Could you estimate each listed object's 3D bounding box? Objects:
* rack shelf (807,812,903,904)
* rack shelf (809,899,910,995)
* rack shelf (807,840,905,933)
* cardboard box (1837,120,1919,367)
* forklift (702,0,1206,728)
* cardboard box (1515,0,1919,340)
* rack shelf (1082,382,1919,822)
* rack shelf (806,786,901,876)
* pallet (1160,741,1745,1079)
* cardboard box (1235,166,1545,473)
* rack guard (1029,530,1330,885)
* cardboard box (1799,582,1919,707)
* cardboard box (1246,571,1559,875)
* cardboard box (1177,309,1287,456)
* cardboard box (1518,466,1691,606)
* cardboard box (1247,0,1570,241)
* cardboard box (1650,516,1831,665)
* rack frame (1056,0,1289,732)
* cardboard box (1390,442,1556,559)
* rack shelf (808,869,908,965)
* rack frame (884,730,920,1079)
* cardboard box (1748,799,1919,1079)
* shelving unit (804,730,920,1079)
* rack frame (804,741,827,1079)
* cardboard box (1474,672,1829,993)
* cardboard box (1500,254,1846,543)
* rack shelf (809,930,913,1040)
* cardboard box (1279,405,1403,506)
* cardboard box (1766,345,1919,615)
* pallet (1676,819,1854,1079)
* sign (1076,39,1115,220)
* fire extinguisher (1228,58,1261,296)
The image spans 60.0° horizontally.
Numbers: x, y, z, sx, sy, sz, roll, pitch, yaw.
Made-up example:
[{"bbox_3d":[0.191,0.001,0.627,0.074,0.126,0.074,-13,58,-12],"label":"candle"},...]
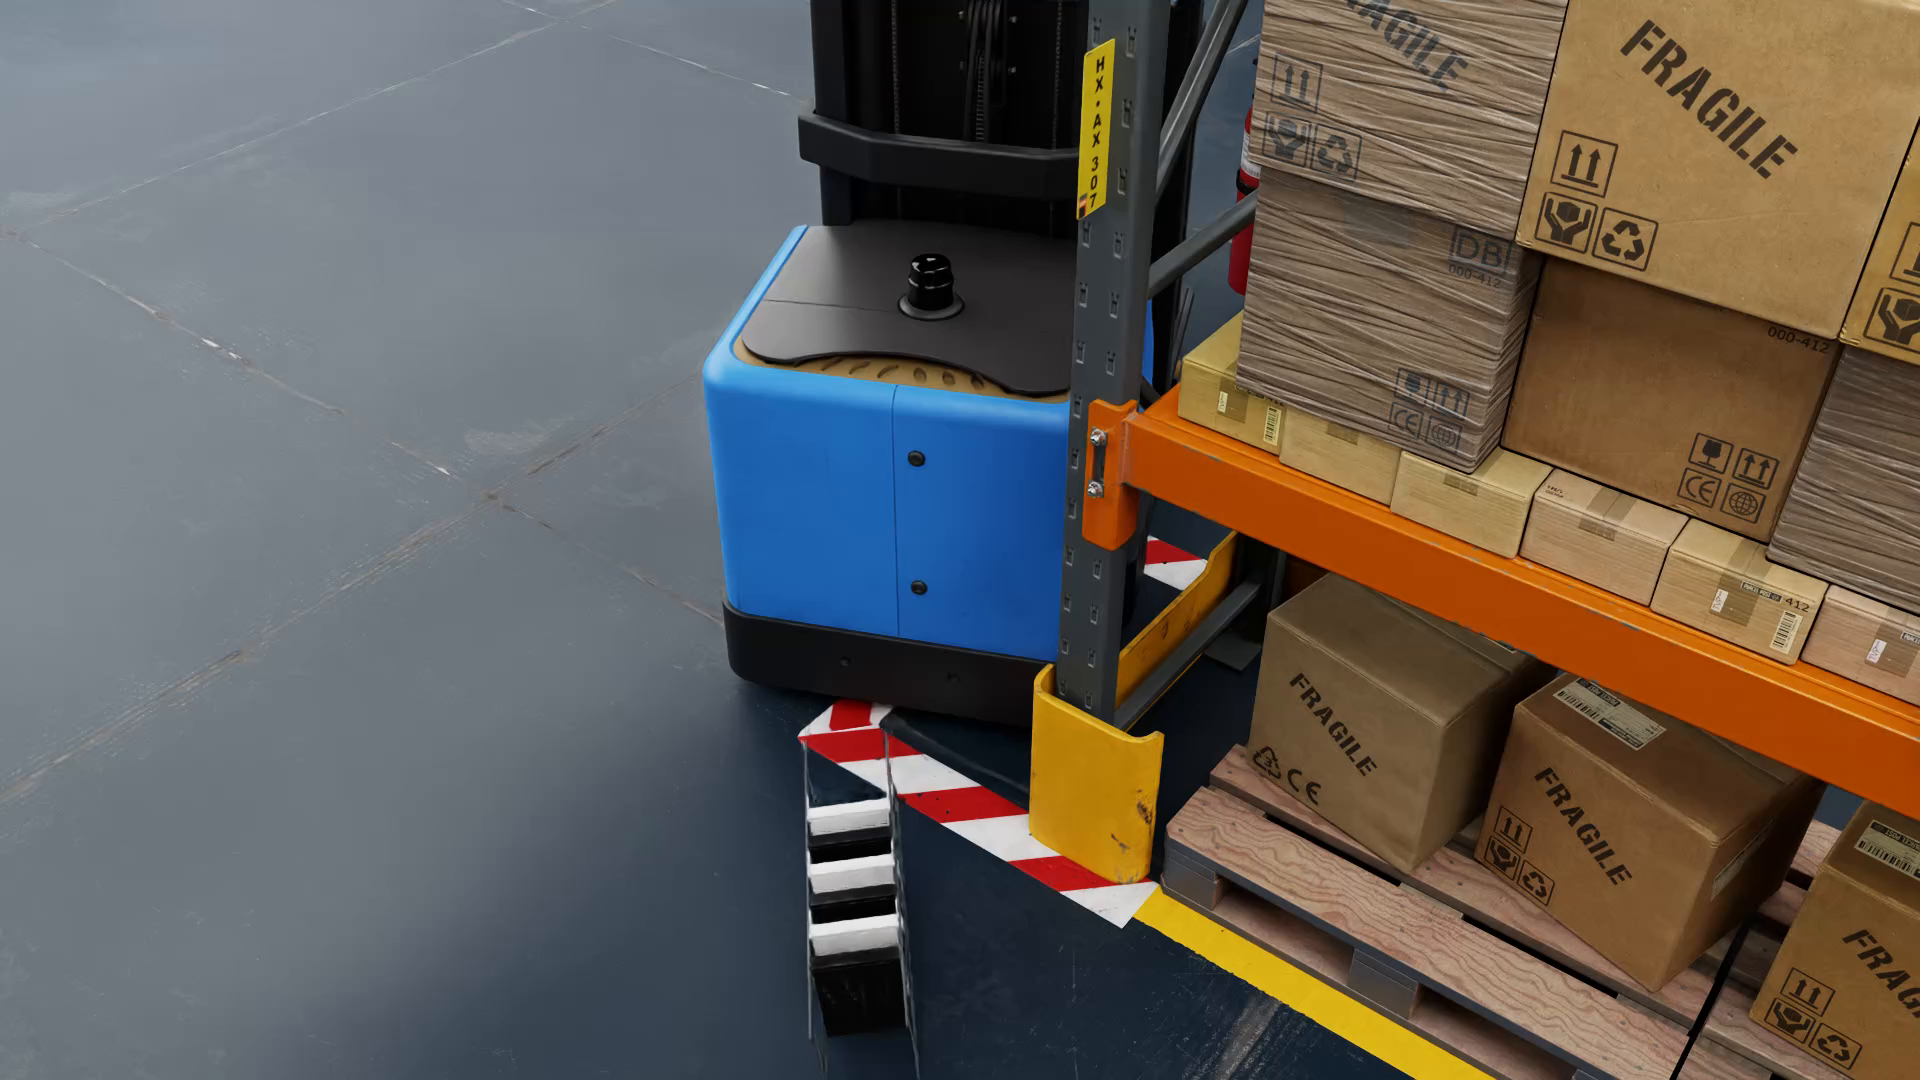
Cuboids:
[{"bbox_3d":[-0.249,0.781,3.993,0.200,0.258,0.077,-7,37,-1],"label":"rack shelf"},{"bbox_3d":[-0.226,0.940,3.776,0.200,0.258,0.077,-7,37,-1],"label":"rack shelf"},{"bbox_3d":[-0.241,0.834,3.921,0.200,0.258,0.077,-7,37,-1],"label":"rack shelf"},{"bbox_3d":[1.645,-0.516,2.343,0.500,0.500,0.500,25,45,29],"label":"cardboard box"},{"bbox_3d":[0.183,-1.550,4.852,1.130,2.935,3.031,8,39,10],"label":"forklift"},{"bbox_3d":[1.247,-0.703,2.581,0.500,0.500,0.500,25,45,29],"label":"cardboard box"},{"bbox_3d":[2.171,0.349,2.954,4.000,0.370,1.077,25,45,29],"label":"rack shelf"},{"bbox_3d":[-0.257,0.728,4.065,0.200,0.258,0.077,-7,37,-1],"label":"rack shelf"},{"bbox_3d":[1.266,0.765,4.102,1.213,0.211,1.003,25,45,29],"label":"pallet"},{"bbox_3d":[1.003,-0.620,3.286,0.500,0.500,0.875,25,45,29],"label":"cardboard box"},{"bbox_3d":[0.643,0.330,4.423,0.348,0.500,1.175,25,45,29],"label":"rack guard"},{"bbox_3d":[1.661,0.104,2.887,0.250,0.149,0.380,25,45,29],"label":"cardboard box"},{"bbox_3d":[1.068,0.378,4.021,0.500,0.500,0.500,-29,46,-32],"label":"cardboard box"},{"bbox_3d":[0.664,-0.361,3.481,0.250,0.149,0.380,25,45,29],"label":"cardboard box"},{"bbox_3d":[1.251,-0.073,3.114,0.250,0.149,0.380,25,45,29],"label":"cardboard box"},{"bbox_3d":[0.854,-0.894,2.825,0.500,0.500,0.500,25,45,29],"label":"cardboard box"},{"bbox_3d":[1.446,0.024,2.990,0.250,0.149,0.380,25,45,29],"label":"cardboard box"},{"bbox_3d":[0.582,-0.683,3.689,0.127,3.000,1.000,25,45,29],"label":"rack frame"},{"bbox_3d":[1.040,-0.157,3.221,0.250,0.149,0.380,25,45,29],"label":"cardboard box"},{"bbox_3d":[-0.233,0.887,3.849,0.200,0.258,0.077,-7,37,-1],"label":"rack shelf"},{"bbox_3d":[-0.138,0.841,3.895,0.006,0.240,0.900,-7,37,-1],"label":"rack frame"},{"bbox_3d":[2.050,0.829,3.445,0.500,0.500,0.500,30,47,32],"label":"cardboard box"},{"bbox_3d":[-0.238,0.854,3.894,0.210,0.258,0.900,-7,37,-1],"label":"shelving unit"},{"bbox_3d":[-0.339,0.867,3.893,0.006,0.240,0.900,-7,37,-1],"label":"rack frame"},{"bbox_3d":[1.564,0.585,3.757,0.500,0.500,0.500,-25,45,-29],"label":"cardboard box"},{"bbox_3d":[1.473,-0.492,3.122,0.500,0.500,0.875,25,45,29],"label":"cardboard box"},{"bbox_3d":[-0.218,0.994,3.704,0.200,0.258,0.077,-7,37,-1],"label":"rack shelf"},{"bbox_3d":[0.851,-0.258,3.350,0.250,0.149,0.380,25,45,29],"label":"cardboard box"},{"bbox_3d":[1.843,-0.283,2.856,0.500,0.500,0.875,25,45,29],"label":"cardboard box"},{"bbox_3d":[2.231,1.222,3.518,1.213,0.211,1.003,25,45,29],"label":"pallet"},{"bbox_3d":[0.253,-0.758,3.083,0.005,0.325,0.100,25,45,29],"label":"sign"},{"bbox_3d":[0.771,-0.921,4.056,0.183,0.674,0.296,25,45,29],"label":"fire extinguisher"}]
